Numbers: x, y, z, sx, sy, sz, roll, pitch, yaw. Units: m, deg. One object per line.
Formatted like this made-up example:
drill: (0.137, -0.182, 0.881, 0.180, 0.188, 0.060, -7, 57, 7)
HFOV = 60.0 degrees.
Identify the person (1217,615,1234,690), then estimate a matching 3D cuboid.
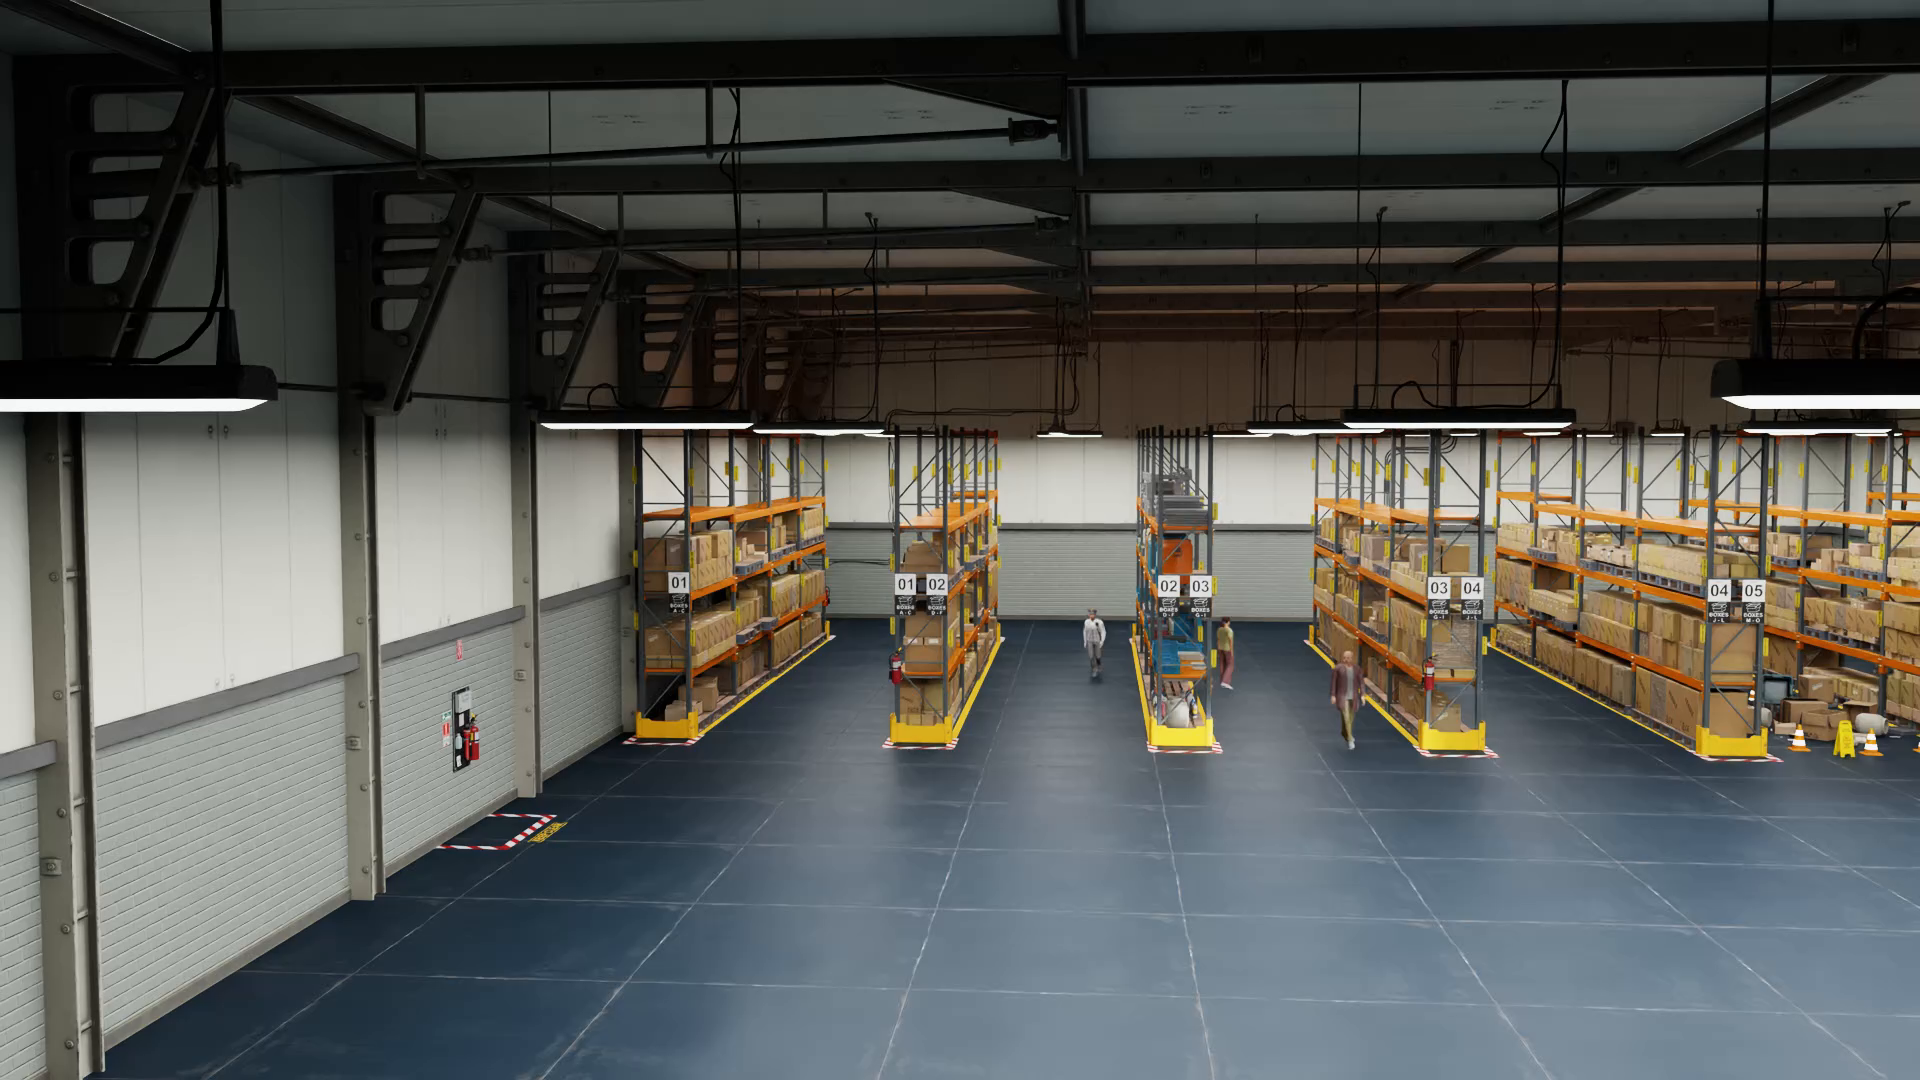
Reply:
person: (6.134, 2.592, 38.401, 0.468, 1.698, 0.539, -3, 4, -39)

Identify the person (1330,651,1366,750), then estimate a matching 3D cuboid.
person: (7.275, 2.967, 31.141, 0.600, 1.783, 0.904, 0, 3, -5)

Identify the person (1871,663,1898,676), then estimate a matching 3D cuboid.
person: (22.396, 2.450, 40.104, 0.510, 1.801, 0.701, -1, 3, -9)

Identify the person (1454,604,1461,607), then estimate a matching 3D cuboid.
person: (14.352, 1.969, 47.904, 0.656, 1.701, 1.054, 1, 4, 23)

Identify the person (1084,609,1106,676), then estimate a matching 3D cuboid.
person: (3.289, 2.475, 40.453, 0.548, 1.654, 0.578, 1, 4, 17)
